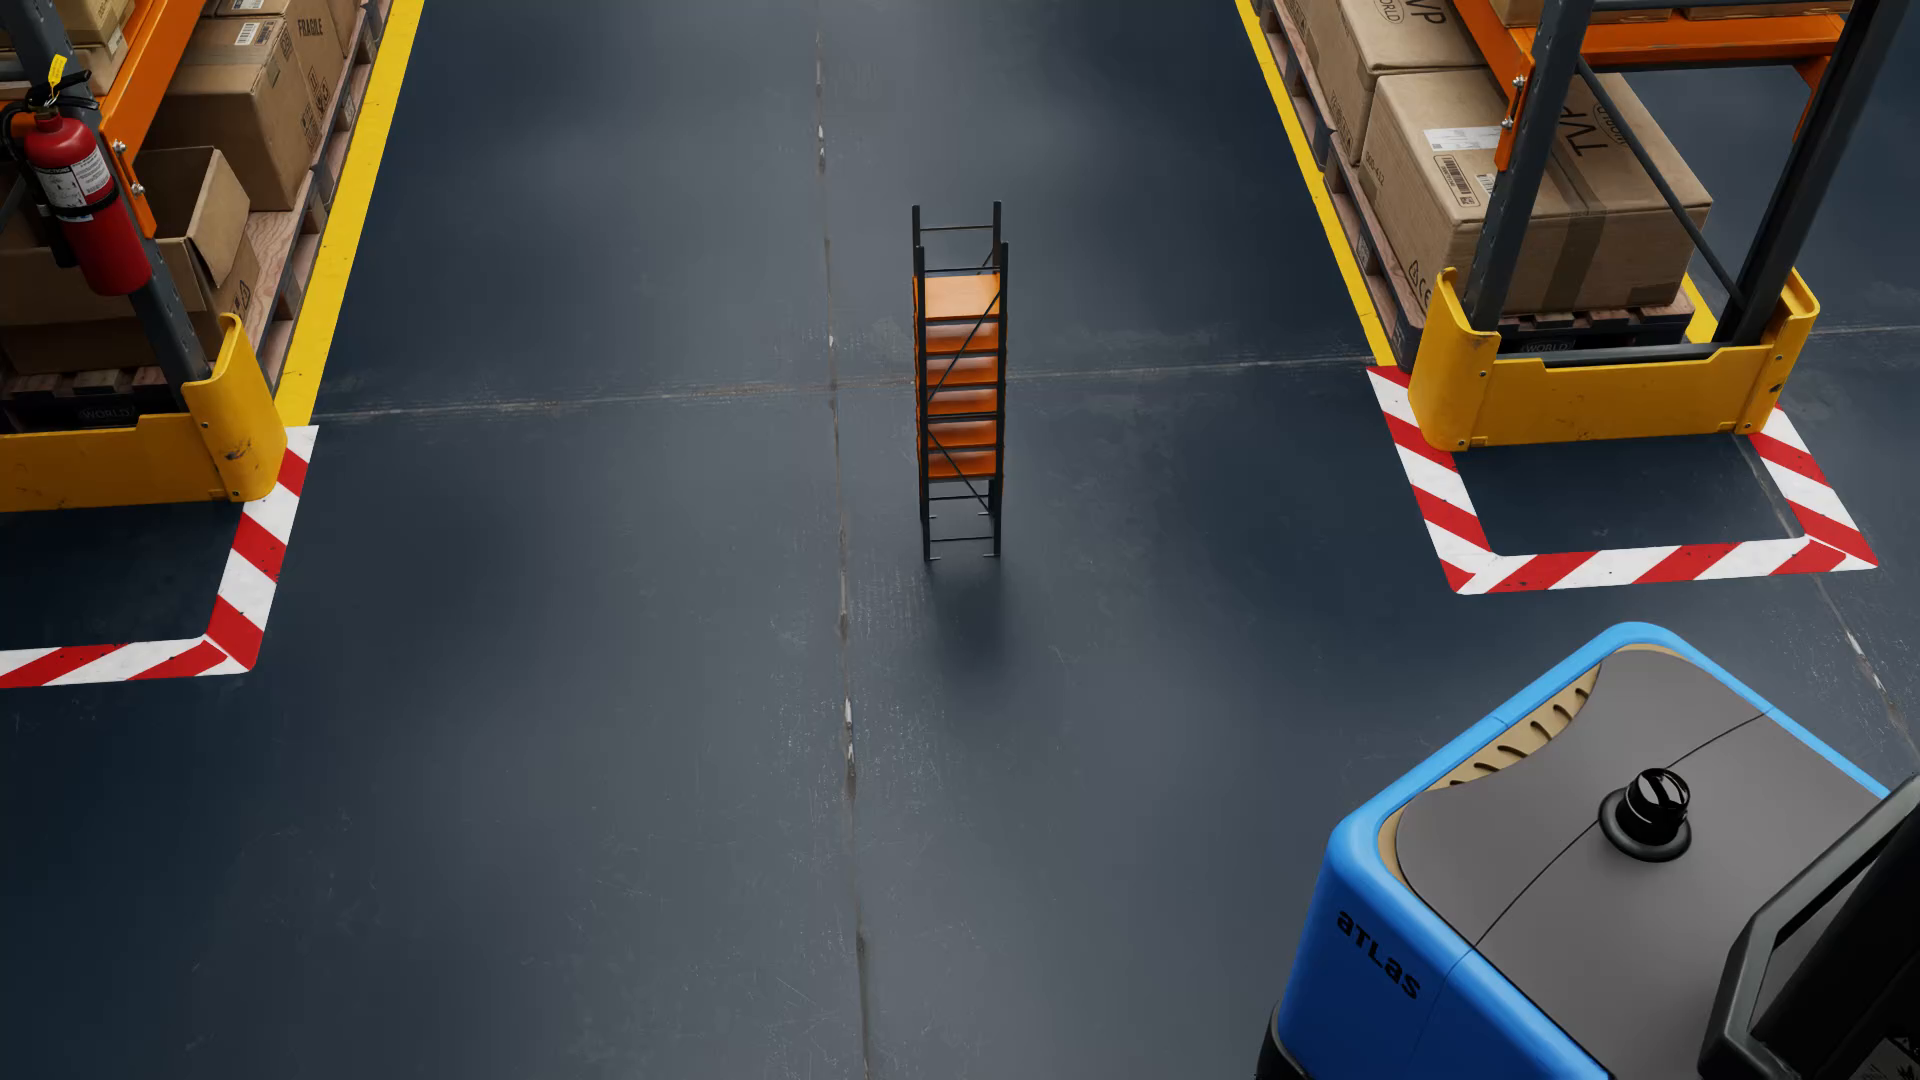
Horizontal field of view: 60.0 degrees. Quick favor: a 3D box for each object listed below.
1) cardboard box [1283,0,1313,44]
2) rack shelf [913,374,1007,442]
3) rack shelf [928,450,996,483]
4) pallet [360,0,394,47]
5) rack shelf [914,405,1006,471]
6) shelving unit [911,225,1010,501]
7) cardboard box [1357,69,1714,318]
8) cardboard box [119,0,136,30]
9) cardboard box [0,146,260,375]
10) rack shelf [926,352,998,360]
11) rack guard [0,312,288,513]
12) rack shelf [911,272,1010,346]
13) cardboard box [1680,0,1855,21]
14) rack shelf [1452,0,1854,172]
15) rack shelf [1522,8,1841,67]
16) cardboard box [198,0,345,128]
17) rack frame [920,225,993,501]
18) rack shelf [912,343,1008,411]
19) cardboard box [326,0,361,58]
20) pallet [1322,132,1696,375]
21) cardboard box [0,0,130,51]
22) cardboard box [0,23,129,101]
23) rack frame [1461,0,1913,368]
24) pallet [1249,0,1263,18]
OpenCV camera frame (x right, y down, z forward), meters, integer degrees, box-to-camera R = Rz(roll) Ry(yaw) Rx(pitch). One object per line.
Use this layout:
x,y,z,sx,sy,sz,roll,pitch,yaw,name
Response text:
1.815,-2.547,7.072,0.875,0.438,0.875,-5,47,-4,cardboard box
-0.001,-0.392,4.857,0.258,0.103,0.180,-3,47,-3,rack shelf
-0.001,-0.246,5.011,0.221,0.034,0.171,-3,47,-3,rack shelf
-3.096,-2.632,7.598,1.003,0.211,1.213,-3,47,-3,pallet
-0.001,-0.310,4.944,0.258,0.103,0.180,-3,47,-3,rack shelf
-0.001,-0.424,4.825,0.258,1.046,0.183,-3,47,-3,shelving unit
1.974,-1.233,5.827,0.875,0.438,0.875,-5,47,-5,cardboard box
-2.639,-1.543,4.819,0.380,0.149,0.250,-2,47,-2,cardboard box
-2.774,-0.928,5.493,0.797,0.503,0.637,-5,47,-5,cardboard box
-0.001,-0.571,4.668,0.199,0.020,0.166,-3,47,-3,rack shelf
-2.824,-0.389,5.274,1.175,0.500,0.348,-3,47,-3,rack guard
-0.001,-0.640,4.595,0.258,0.103,0.180,-3,47,-3,rack shelf
2.374,-1.897,4.912,0.500,0.500,0.500,-4,47,-4,cardboard box
1.961,-2.698,6.235,1.077,0.370,4.000,-3,47,-3,rack shelf
4.423,-4.580,4.622,5.869,4.714,3.910,-3,47,-3,rack shelf
-2.752,-1.936,6.450,0.500,0.500,0.500,-3,47,-3,cardboard box
-0.010,-0.489,4.887,0.228,1.046,0.002,-3,47,-3,rack frame
-0.001,-0.475,4.769,0.258,0.103,0.180,-3,47,-3,rack shelf
-2.894,-2.299,6.794,0.700,0.500,0.500,-5,47,-5,cardboard box
1.984,-1.113,6.159,1.003,0.211,1.213,-3,47,-3,pallet
-2.587,-1.589,4.588,0.500,0.250,0.500,-3,47,-3,cardboard box
-2.572,-1.362,4.647,0.380,0.149,0.250,-4,47,-4,cardboard box
2.128,-1.498,4.603,1.000,3.000,0.127,-3,47,-3,rack frame
1.779,-2.879,7.831,1.003,0.211,1.213,-3,47,-3,pallet
